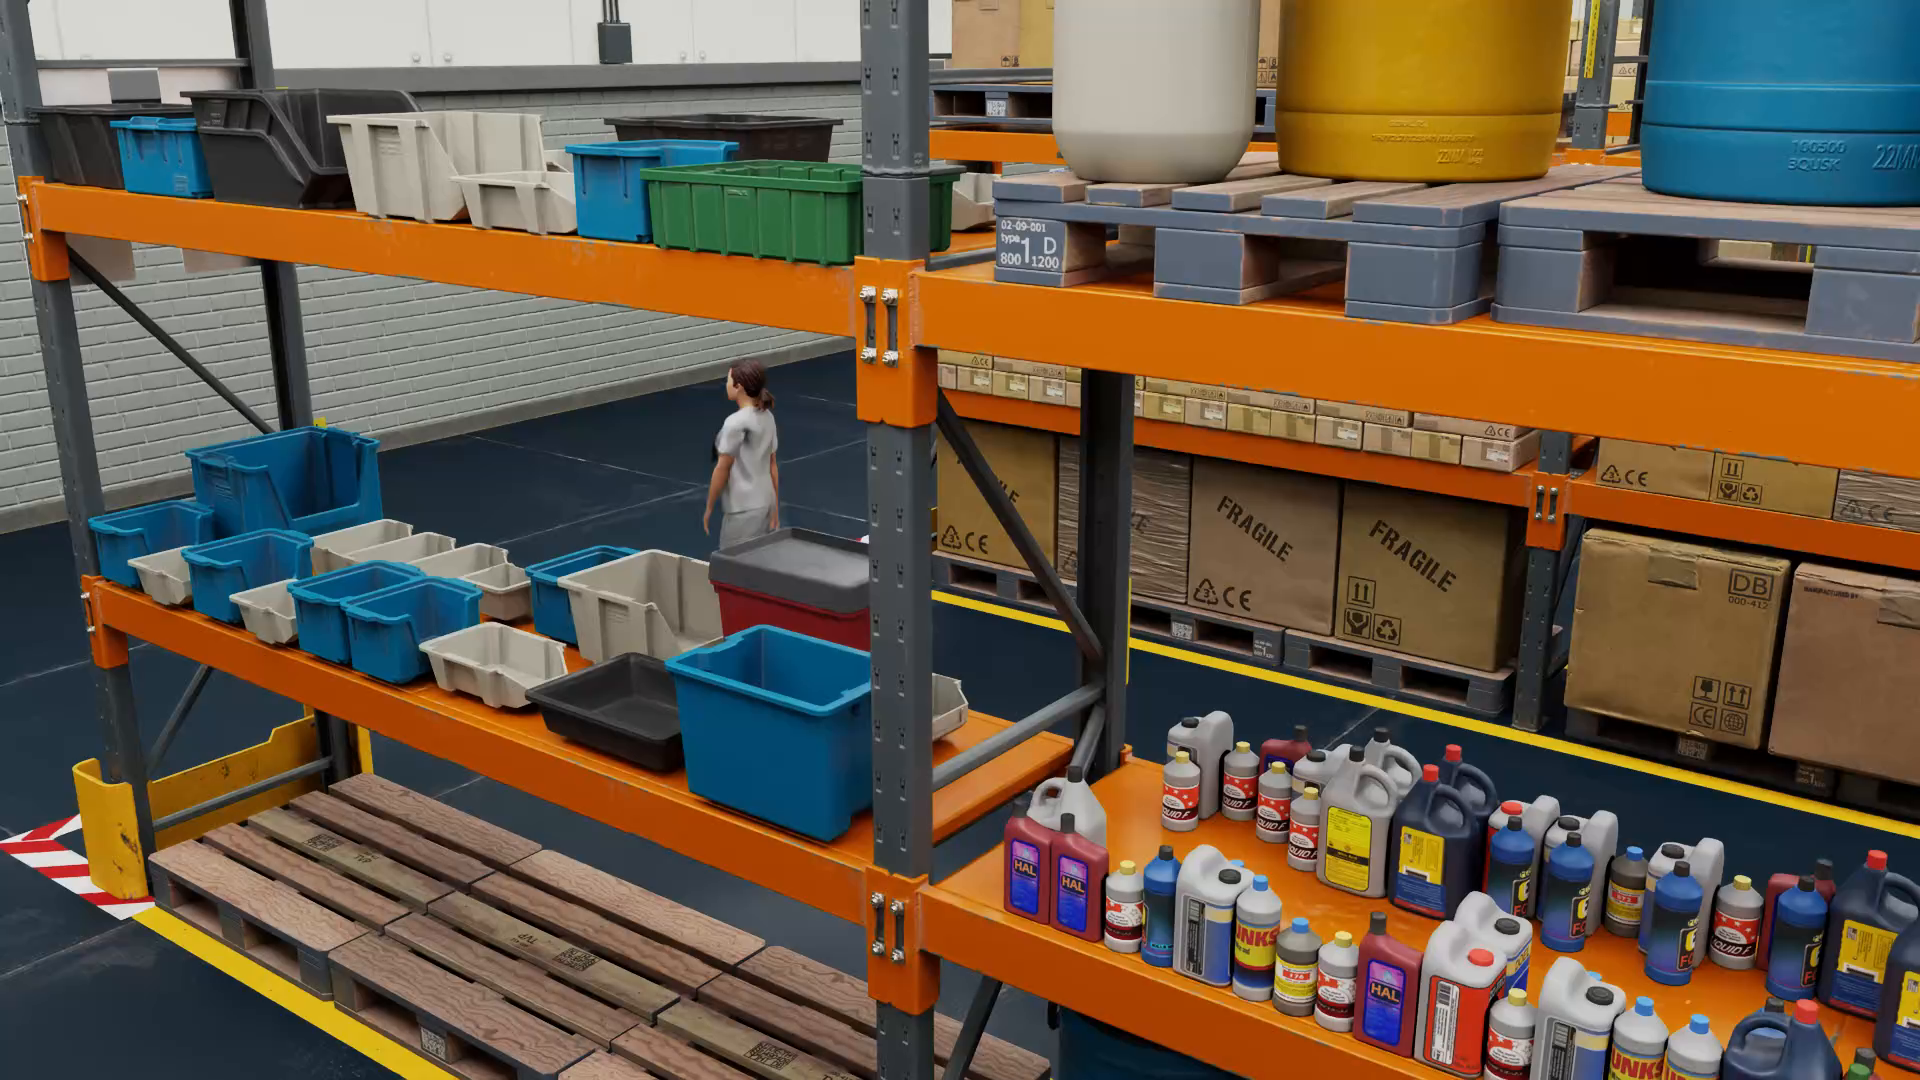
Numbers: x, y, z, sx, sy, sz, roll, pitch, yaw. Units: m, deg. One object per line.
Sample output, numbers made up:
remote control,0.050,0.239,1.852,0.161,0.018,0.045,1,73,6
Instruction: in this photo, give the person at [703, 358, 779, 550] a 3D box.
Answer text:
person,-1.100,-0.167,9.075,0.737,1.644,0.455,5,17,16
